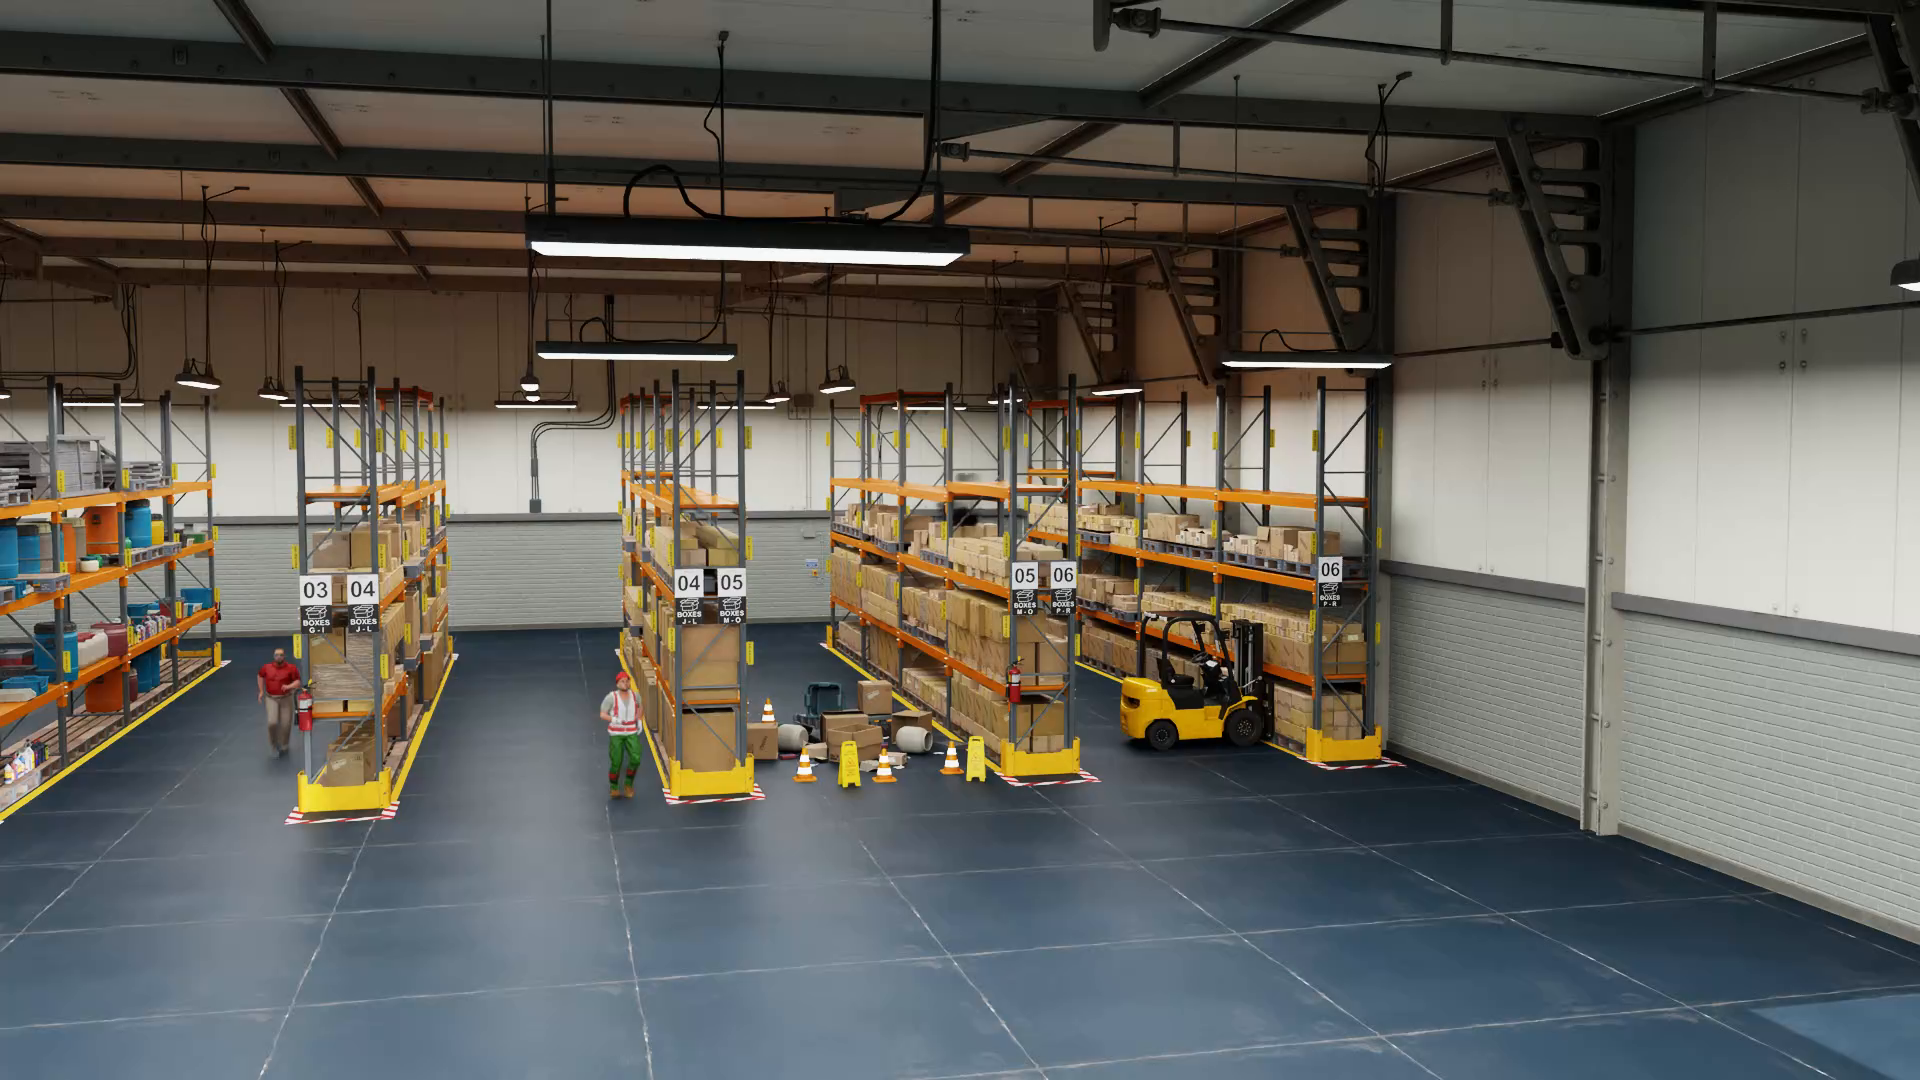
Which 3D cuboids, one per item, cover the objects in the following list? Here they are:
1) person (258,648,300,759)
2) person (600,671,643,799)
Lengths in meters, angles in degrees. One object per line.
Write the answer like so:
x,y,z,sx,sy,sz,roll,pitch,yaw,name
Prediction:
-10.759,2.585,26.293,0.627,1.767,0.814,-1,4,-22,person
-4.679,2.736,23.210,0.662,1.799,0.638,-2,4,-27,person
